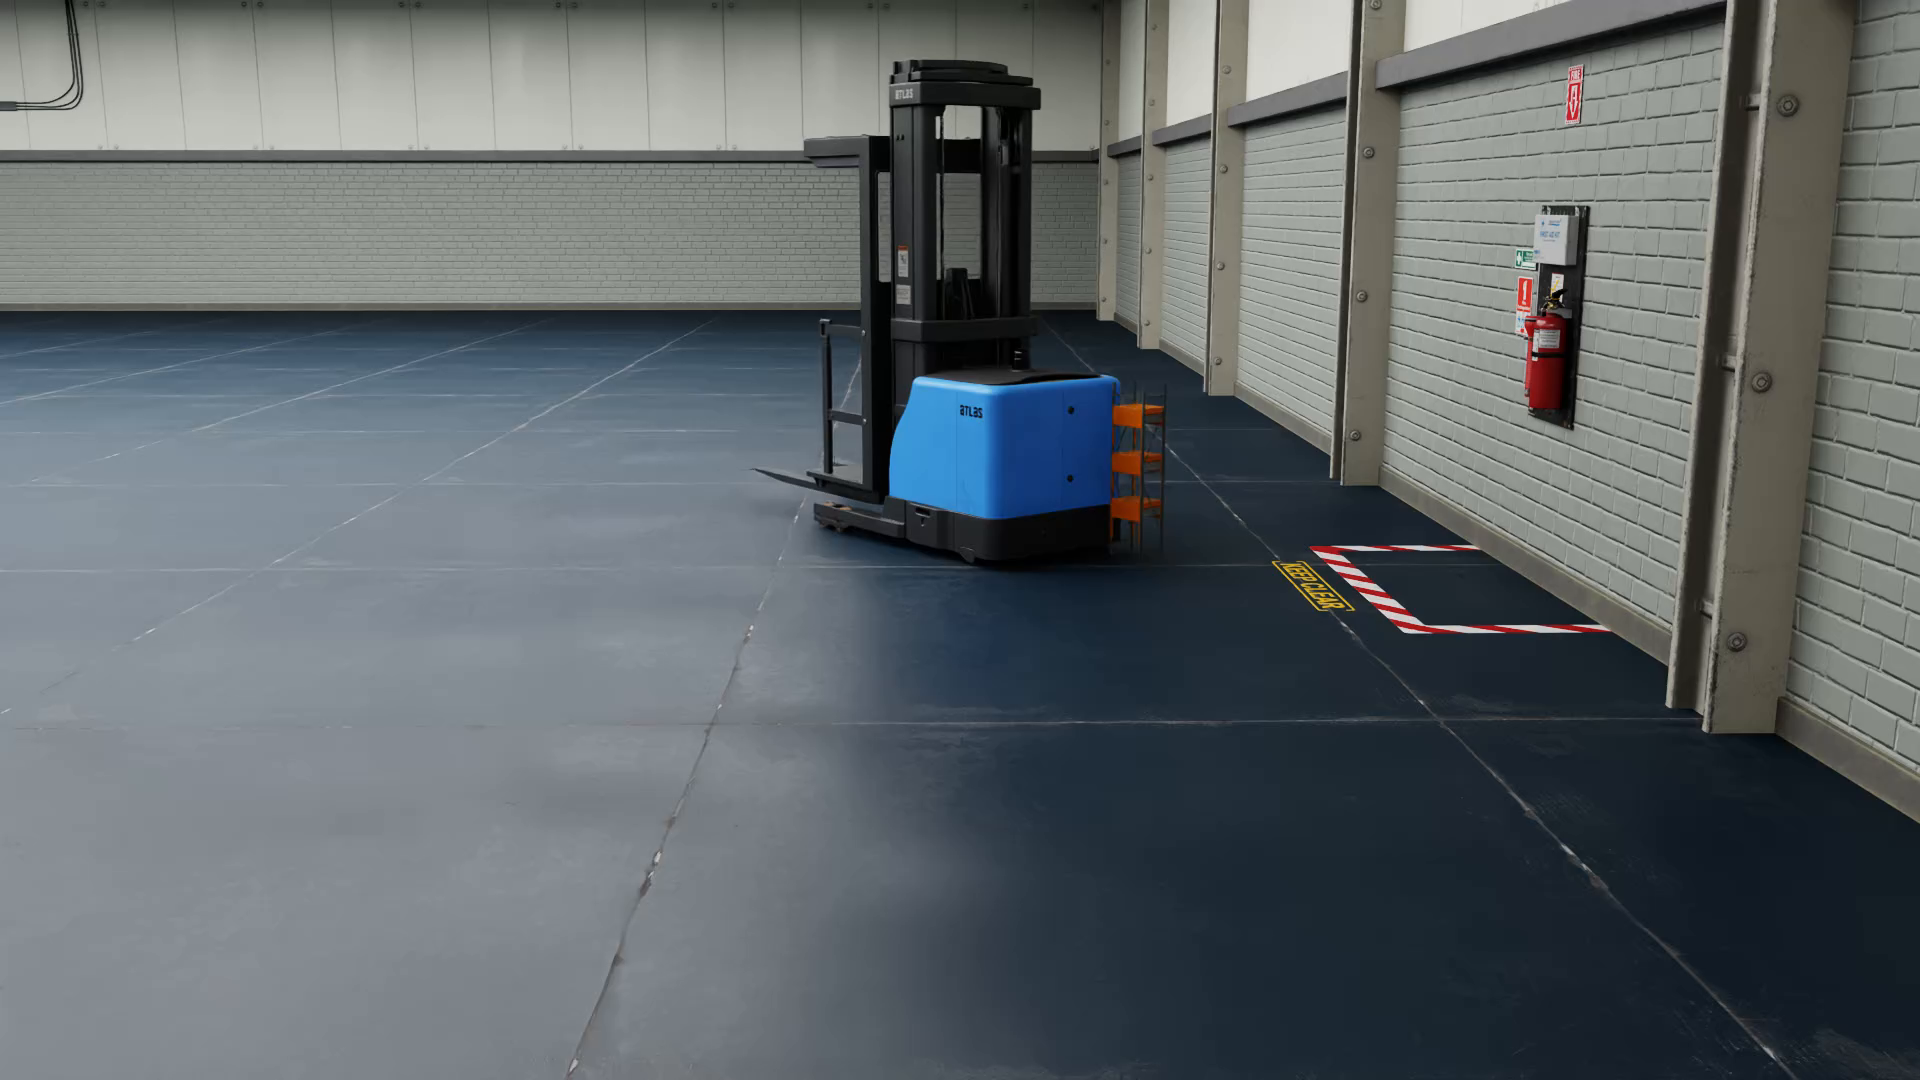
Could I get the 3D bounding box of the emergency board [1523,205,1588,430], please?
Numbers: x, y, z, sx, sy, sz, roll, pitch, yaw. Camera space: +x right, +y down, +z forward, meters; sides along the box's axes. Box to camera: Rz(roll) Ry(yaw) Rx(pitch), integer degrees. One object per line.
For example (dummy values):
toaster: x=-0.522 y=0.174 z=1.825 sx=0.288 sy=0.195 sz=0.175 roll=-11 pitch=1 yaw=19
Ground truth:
emergency board: x=3.155 y=-1.221 z=9.033 sx=0.194 sy=1.169 sz=0.643 roll=0 pitch=11 yaw=-1

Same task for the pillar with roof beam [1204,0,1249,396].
pillar with roof beam: x=-1.384 y=-6.037 z=17.685 sx=9.100 sy=9.000 sz=0.400 roll=0 pitch=11 yaw=-1

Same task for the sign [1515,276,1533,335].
sign: x=3.247 y=-1.349 z=9.573 sx=0.001 sy=0.329 sz=0.234 roll=0 pitch=11 yaw=-1

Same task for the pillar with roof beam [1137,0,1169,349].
pillar with roof beam: x=-1.508 y=-7.230 z=23.564 sx=9.100 sy=9.000 sz=0.400 roll=0 pitch=11 yaw=-1

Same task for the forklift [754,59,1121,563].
forklift: x=-0.309 y=-1.541 z=10.783 sx=1.130 sy=2.935 sz=3.031 roll=-9 pitch=14 yaw=-37

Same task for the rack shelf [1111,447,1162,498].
rack shelf: x=1.067 y=-0.407 z=9.978 sx=0.215 sy=0.259 sz=0.240 roll=-10 pitch=15 yaw=-40

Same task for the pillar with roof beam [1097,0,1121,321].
pillar with roof beam: x=-1.632 y=-8.423 z=29.443 sx=9.100 sy=9.000 sz=0.400 roll=0 pitch=11 yaw=-1

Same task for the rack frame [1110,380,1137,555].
rack frame: x=0.987 y=-0.436 z=10.066 sx=0.200 sy=1.050 sz=0.008 roll=-10 pitch=15 yaw=-40

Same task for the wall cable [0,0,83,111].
wall cable: x=-18.068 y=-10.605 z=31.644 sx=2.305 sy=6.003 sz=0.169 roll=0 pitch=11 yaw=-1

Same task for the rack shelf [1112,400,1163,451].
rack shelf: x=1.067 y=-0.685 z=9.922 sx=0.215 sy=0.259 sz=0.240 roll=-10 pitch=15 yaw=-40

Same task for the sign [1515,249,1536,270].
sign: x=3.238 y=-1.608 z=9.516 sx=0.001 sy=0.109 sz=0.331 roll=0 pitch=11 yaw=-1

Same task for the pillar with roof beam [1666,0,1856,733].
pillar with roof beam: x=-1.136 y=-3.652 z=5.927 sx=9.100 sy=9.000 sz=0.400 roll=0 pitch=11 yaw=-1

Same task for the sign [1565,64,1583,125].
sign: x=3.254 y=-2.359 z=8.813 sx=0.001 sy=0.298 sz=0.199 roll=0 pitch=11 yaw=-1

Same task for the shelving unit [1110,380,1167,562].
shelving unit: x=1.067 y=-0.417 z=9.976 sx=0.215 sy=1.050 sz=0.252 roll=-10 pitch=15 yaw=-40

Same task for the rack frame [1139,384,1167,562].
rack frame: x=1.147 y=-0.399 z=9.885 sx=0.200 sy=1.050 sz=0.008 roll=-10 pitch=15 yaw=-40

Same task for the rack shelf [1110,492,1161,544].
rack shelf: x=1.067 y=-0.135 z=10.033 sx=0.215 sy=0.259 sz=0.240 roll=-10 pitch=15 yaw=-40

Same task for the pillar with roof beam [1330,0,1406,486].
pillar with roof beam: x=-1.260 y=-4.845 z=11.806 sx=9.100 sy=9.000 sz=0.400 roll=0 pitch=11 yaw=-1
